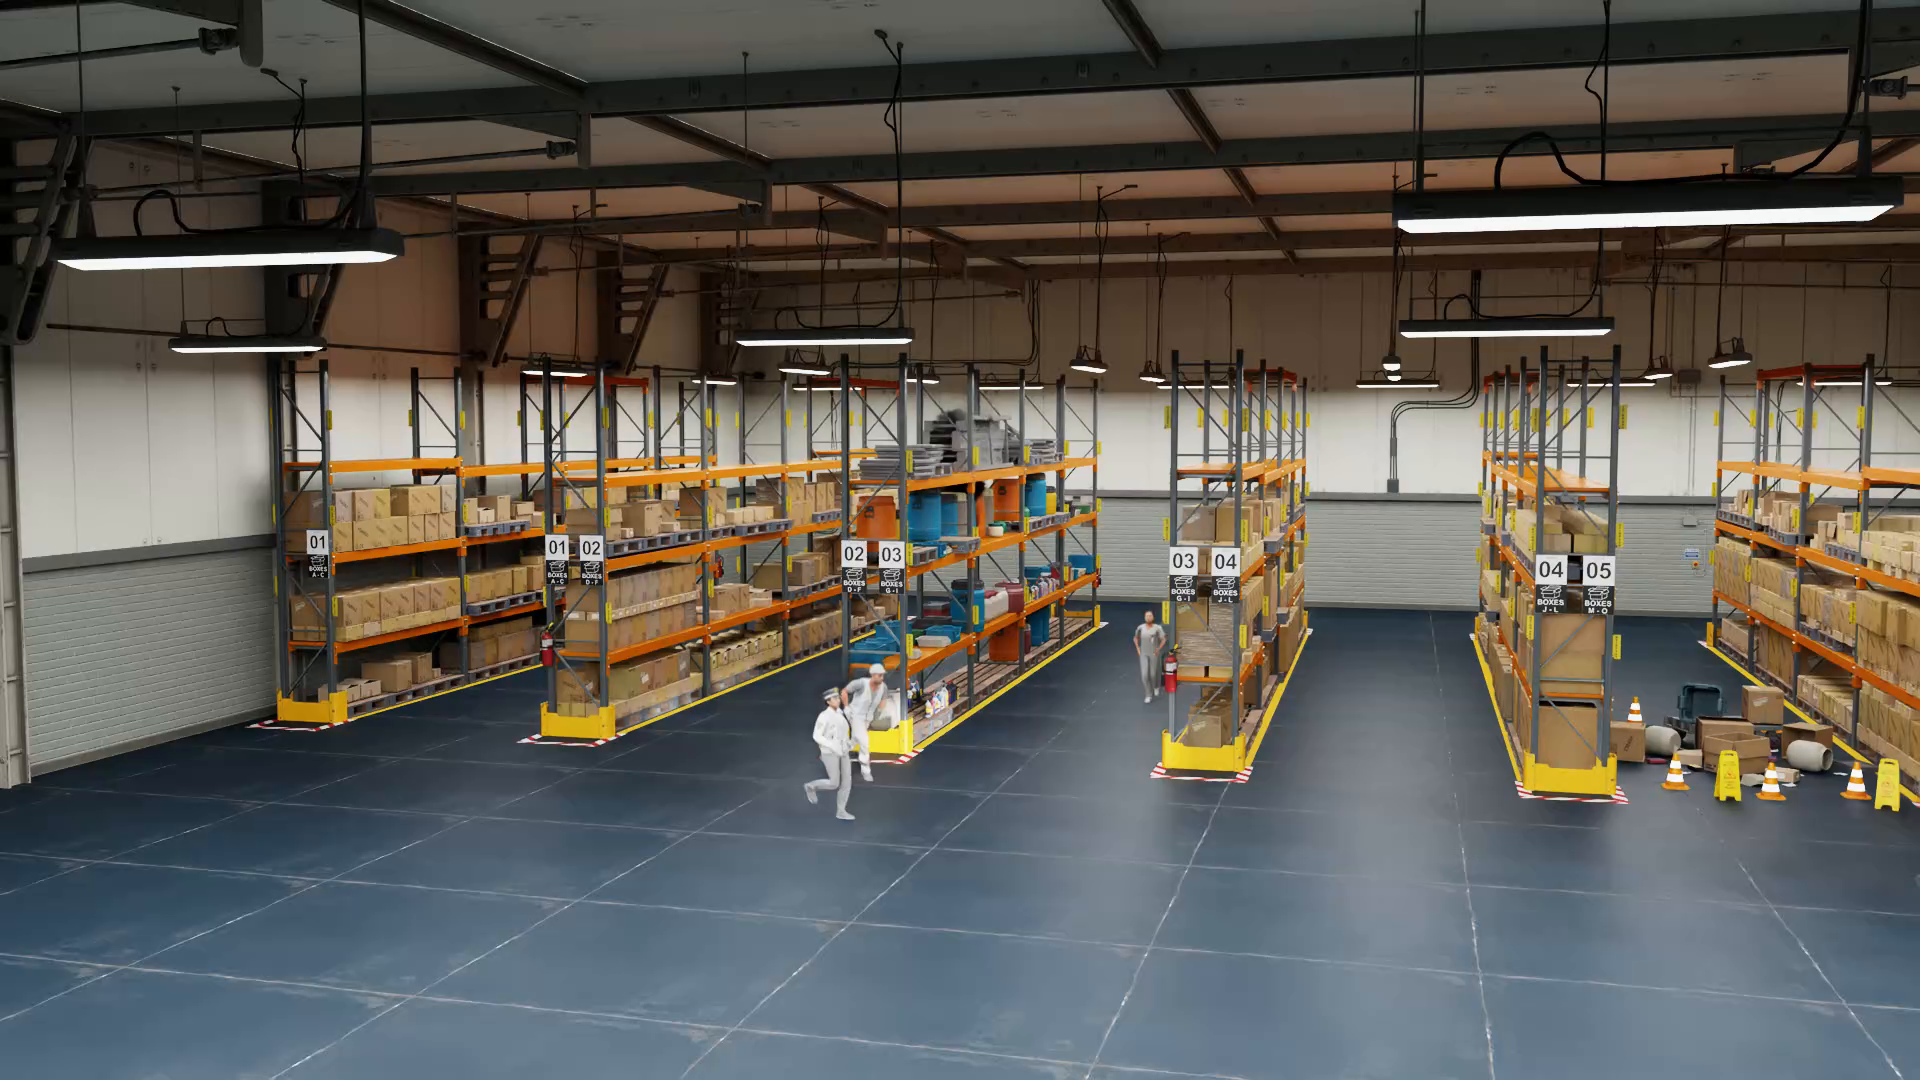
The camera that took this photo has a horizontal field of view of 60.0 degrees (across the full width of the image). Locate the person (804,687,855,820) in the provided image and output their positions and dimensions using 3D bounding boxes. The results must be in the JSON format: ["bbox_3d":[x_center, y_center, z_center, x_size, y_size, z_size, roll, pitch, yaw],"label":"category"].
[{"bbox_3d":[-1.602,2.668,20.937,0.742,1.661,0.617,3,5,34],"label":"person"}]

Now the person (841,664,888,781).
[{"bbox_3d":[-1.396,2.542,23.343,0.670,1.698,1.023,-4,5,-41],"label":"person"}]

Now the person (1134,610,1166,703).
[{"bbox_3d":[3.376,2.057,29.647,0.578,1.642,0.625,1,4,18],"label":"person"}]
